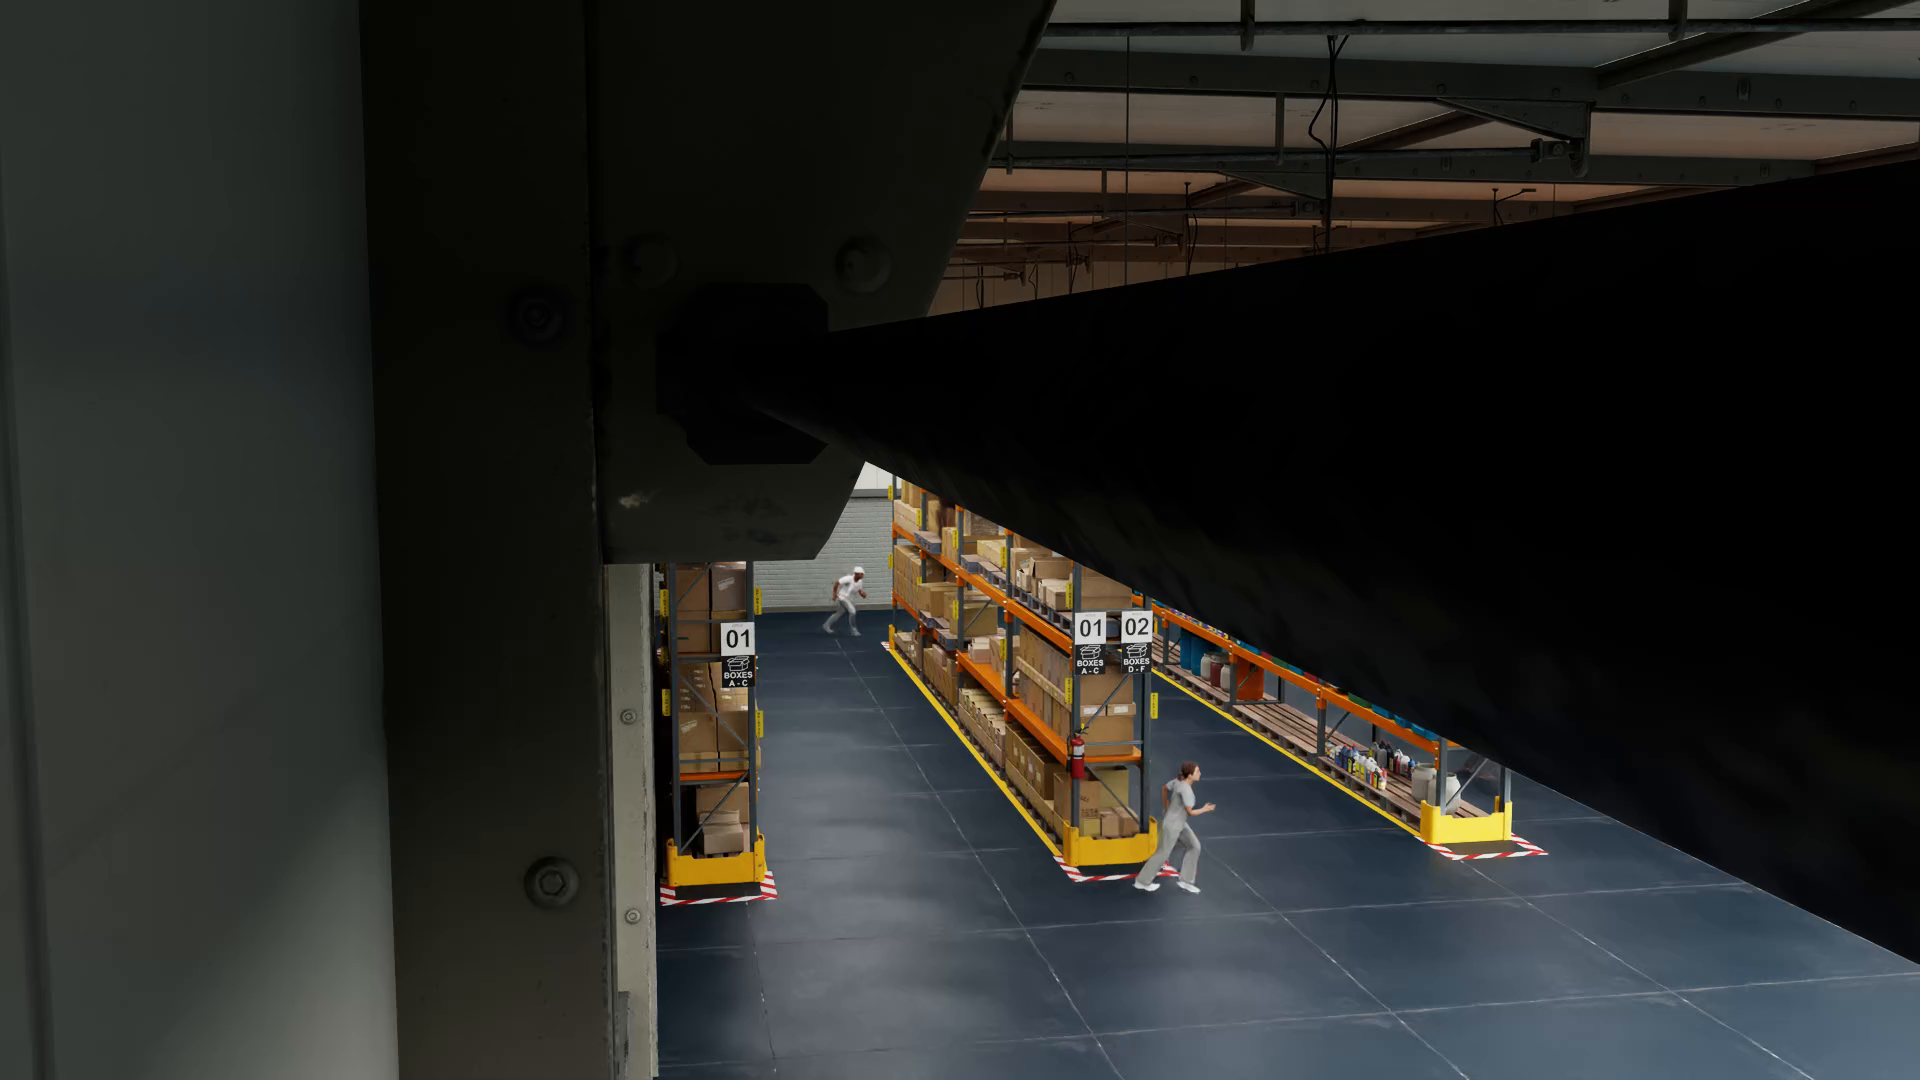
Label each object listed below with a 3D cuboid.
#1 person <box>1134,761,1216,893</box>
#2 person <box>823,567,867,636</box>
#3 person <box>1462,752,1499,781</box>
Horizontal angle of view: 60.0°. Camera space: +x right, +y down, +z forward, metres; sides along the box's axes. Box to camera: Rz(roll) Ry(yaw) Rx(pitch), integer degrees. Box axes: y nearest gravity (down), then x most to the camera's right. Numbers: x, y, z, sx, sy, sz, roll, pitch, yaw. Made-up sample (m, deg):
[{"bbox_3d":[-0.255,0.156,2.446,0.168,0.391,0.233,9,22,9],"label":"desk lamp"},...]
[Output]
[{"bbox_3d":[2.542,3.408,19.671,0.947,1.634,0.560,1,6,8],"label":"person"},{"bbox_3d":[-2.661,1.384,38.250,1.074,1.596,0.728,3,7,27],"label":"person"},{"bbox_3d":[7.963,2.851,25.085,0.758,1.602,0.593,3,7,29],"label":"person"}]
